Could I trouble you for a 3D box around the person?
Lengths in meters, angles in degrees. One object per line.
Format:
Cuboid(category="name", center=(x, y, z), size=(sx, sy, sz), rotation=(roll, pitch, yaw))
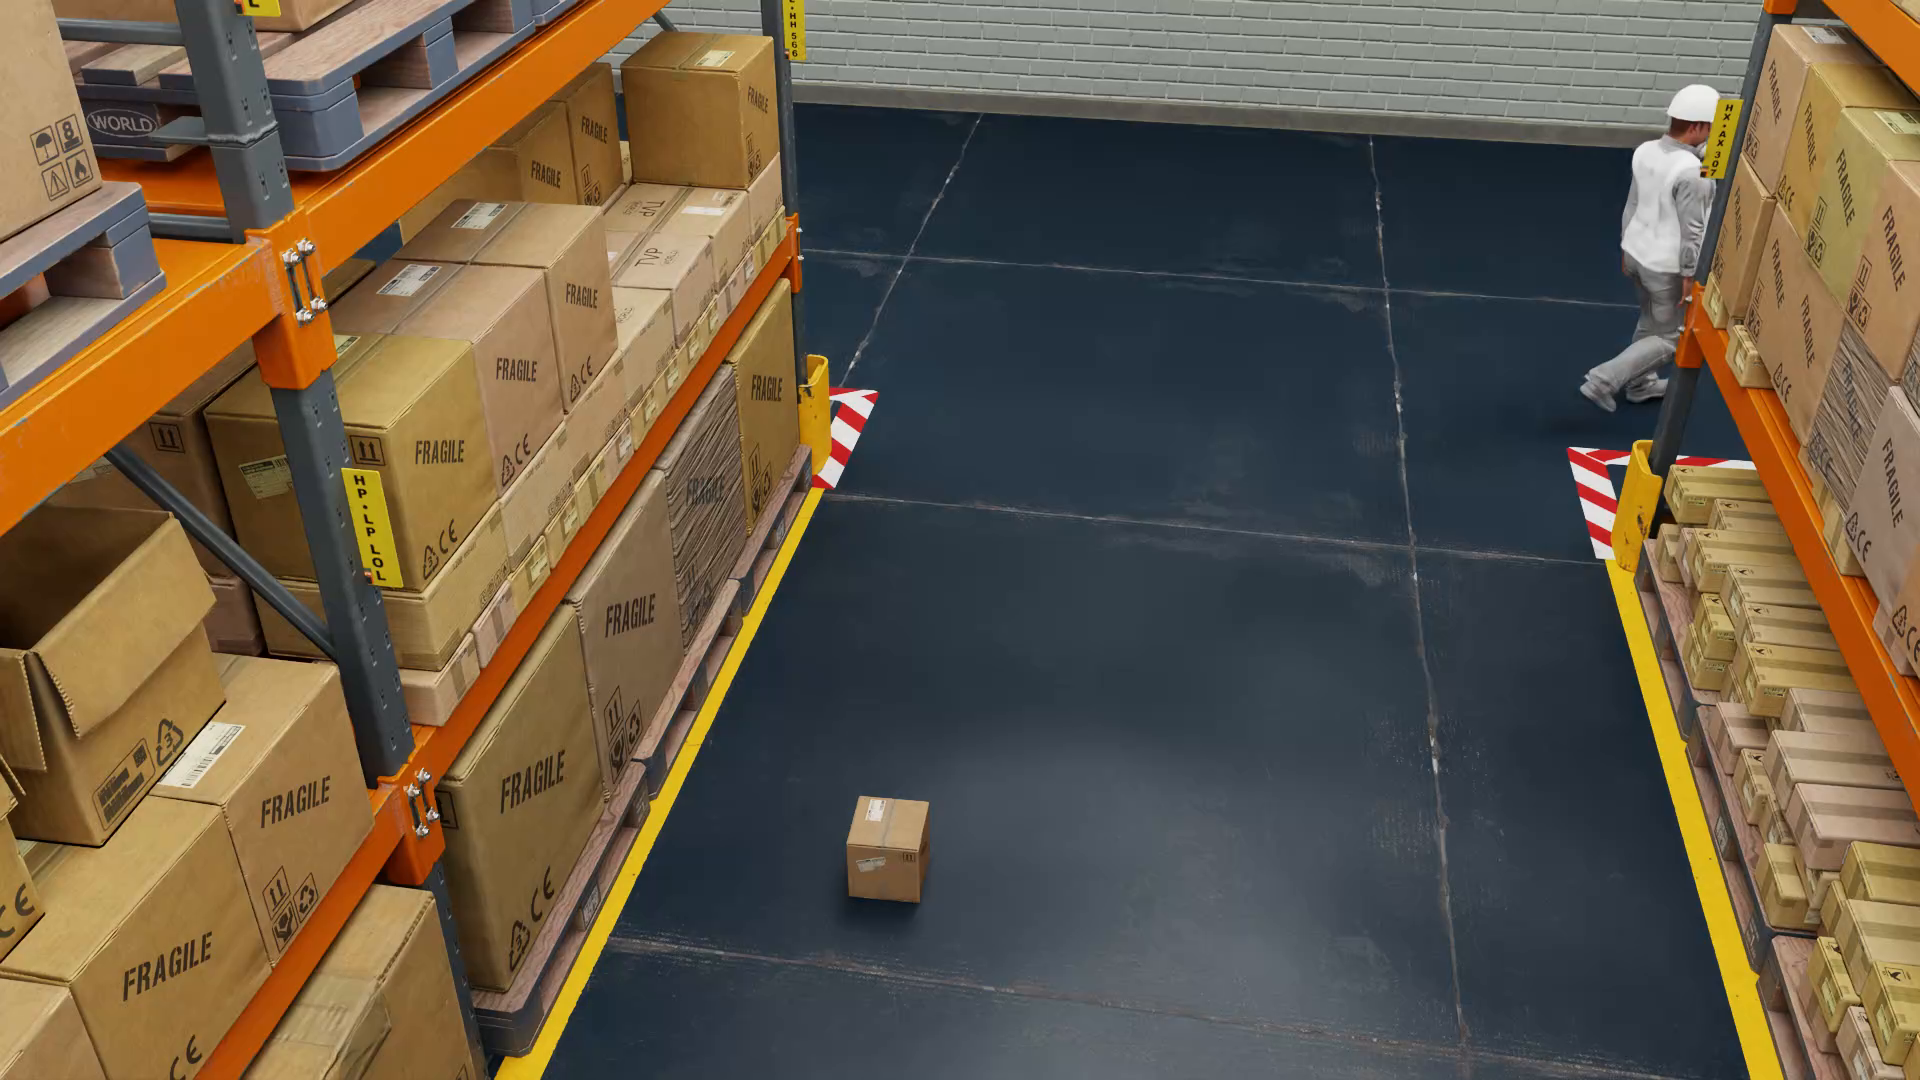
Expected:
Cuboid(category="person", center=(3.533, -1.414, 8.358), size=(0.763, 1.746, 0.556), rotation=(-7, 33, -11))
